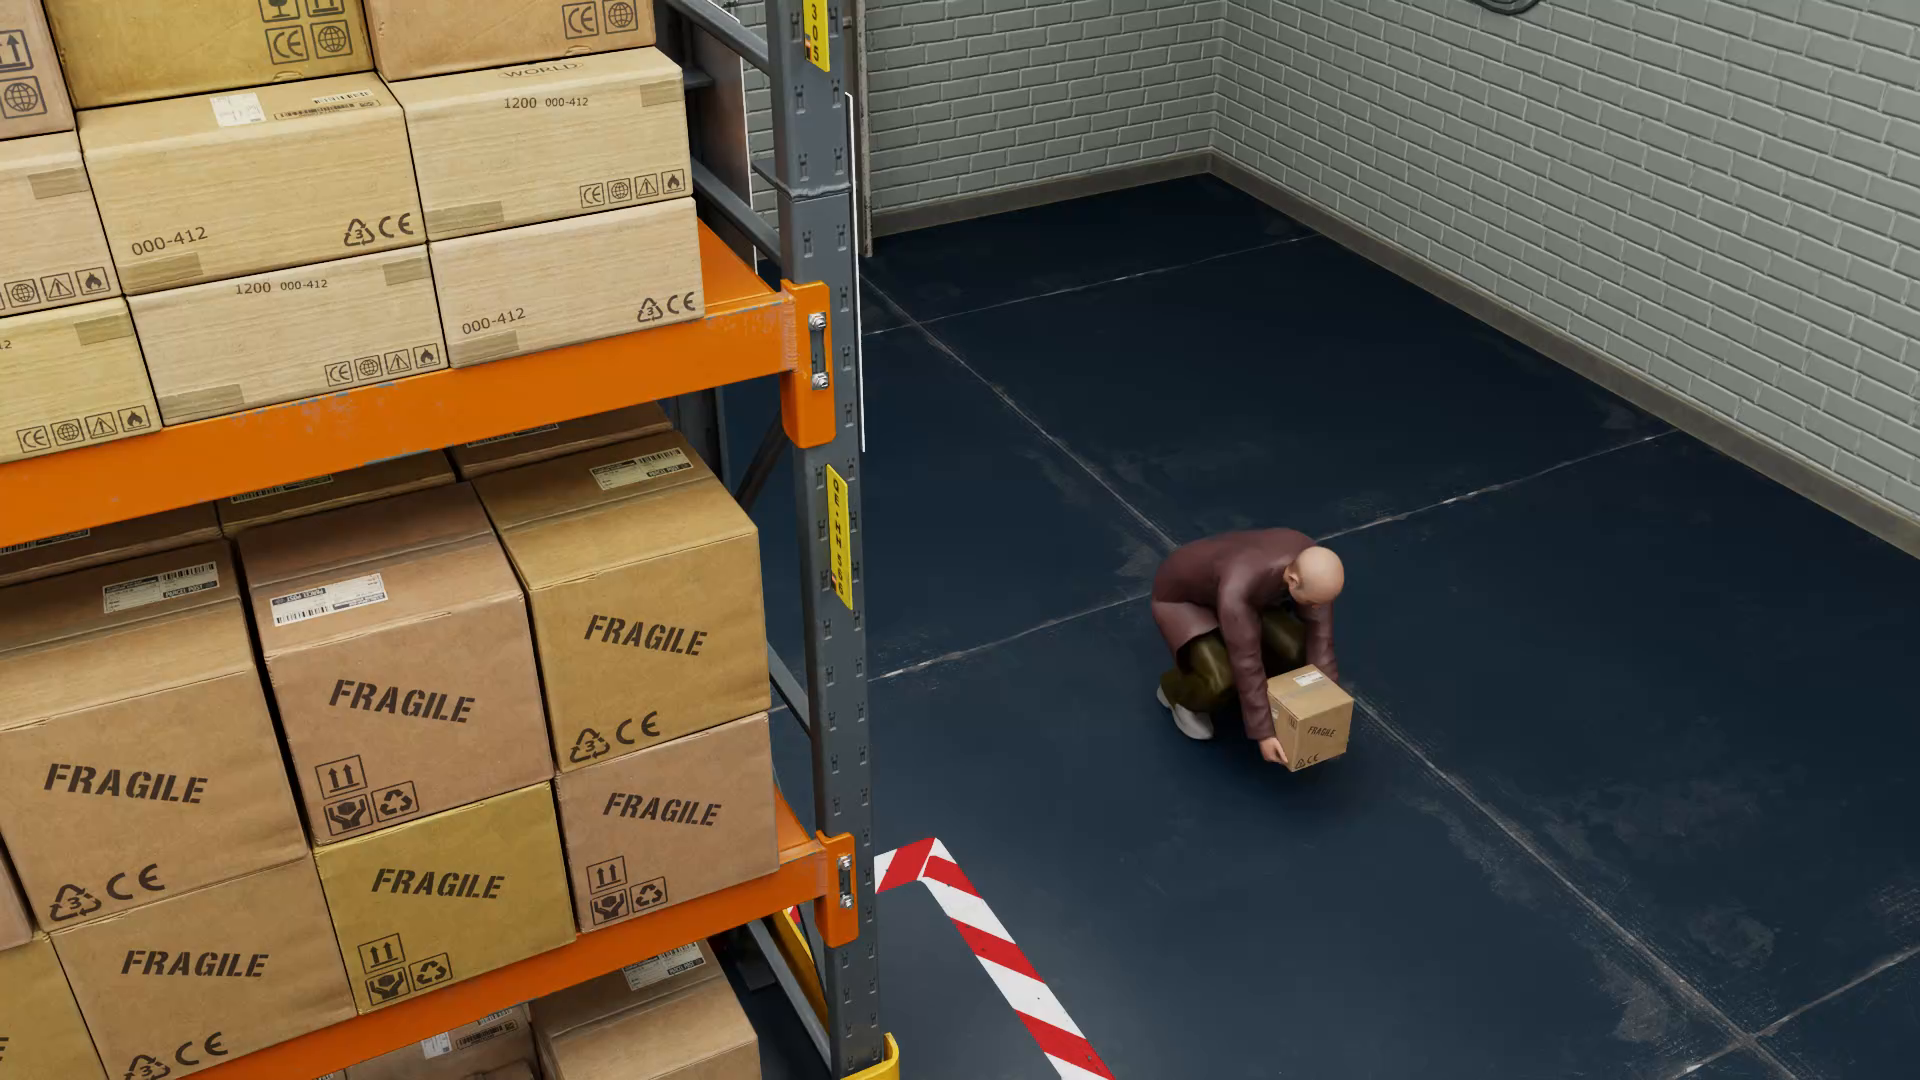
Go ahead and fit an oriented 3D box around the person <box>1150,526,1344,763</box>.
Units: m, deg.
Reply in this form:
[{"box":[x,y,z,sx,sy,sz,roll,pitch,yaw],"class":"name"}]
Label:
[{"box":[1.106,0.340,6.347,0.577,1.000,0.940,-17,36,-24],"class":"person"}]
